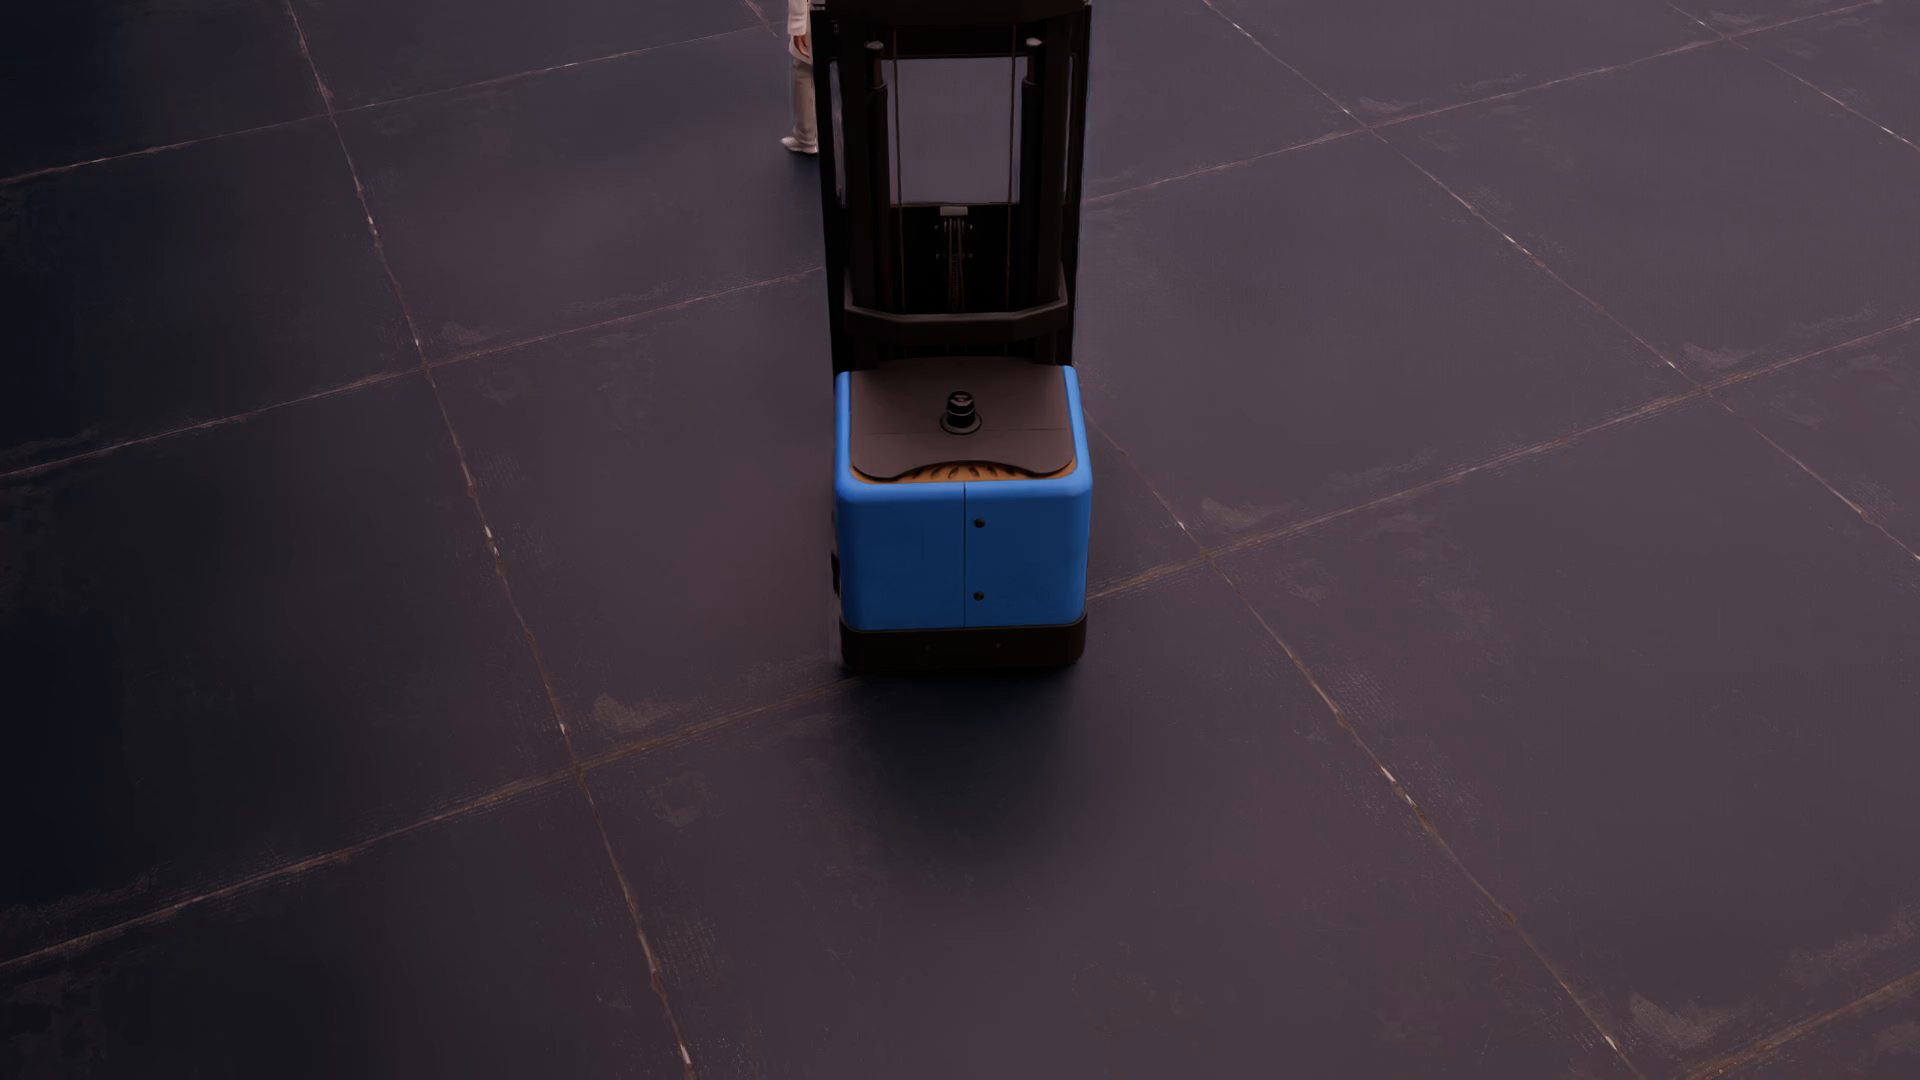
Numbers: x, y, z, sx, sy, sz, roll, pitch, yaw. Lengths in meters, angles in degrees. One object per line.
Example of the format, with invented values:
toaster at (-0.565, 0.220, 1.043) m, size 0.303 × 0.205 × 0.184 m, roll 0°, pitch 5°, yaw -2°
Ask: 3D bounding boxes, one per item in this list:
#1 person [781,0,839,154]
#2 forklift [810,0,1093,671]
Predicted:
person at (-0.775, -3.111, 9.904) m, size 0.681 × 1.817 × 0.571 m, roll -23°, pitch 48°, yaw -23°
forklift at (-0.049, -1.501, 7.288) m, size 1.130 × 2.935 × 3.031 m, roll -2°, pitch 43°, yaw -2°
